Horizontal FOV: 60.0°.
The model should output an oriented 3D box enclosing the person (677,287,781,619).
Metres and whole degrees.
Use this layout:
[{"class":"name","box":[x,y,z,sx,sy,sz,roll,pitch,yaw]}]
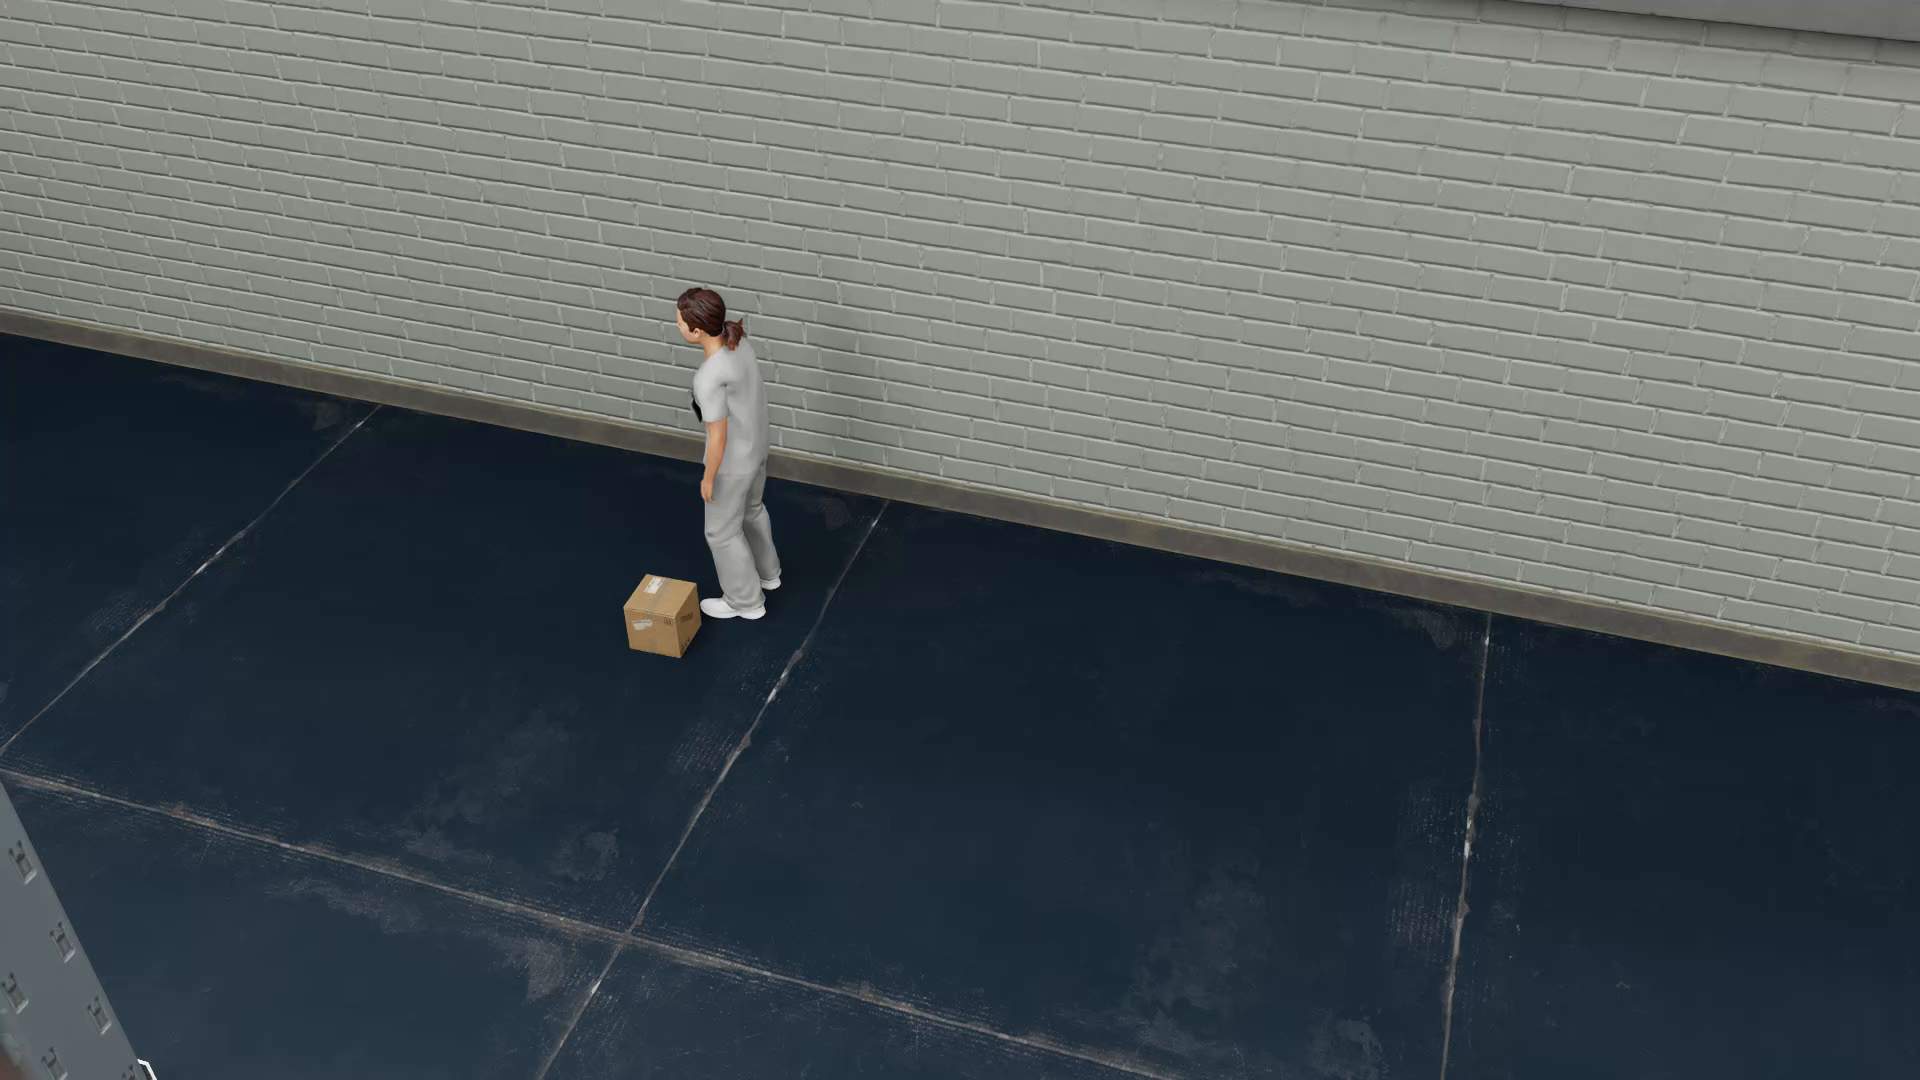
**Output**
[{"class":"person","box":[-1.022,-0.372,7.391,0.353,1.662,0.515,9,38,11]}]
